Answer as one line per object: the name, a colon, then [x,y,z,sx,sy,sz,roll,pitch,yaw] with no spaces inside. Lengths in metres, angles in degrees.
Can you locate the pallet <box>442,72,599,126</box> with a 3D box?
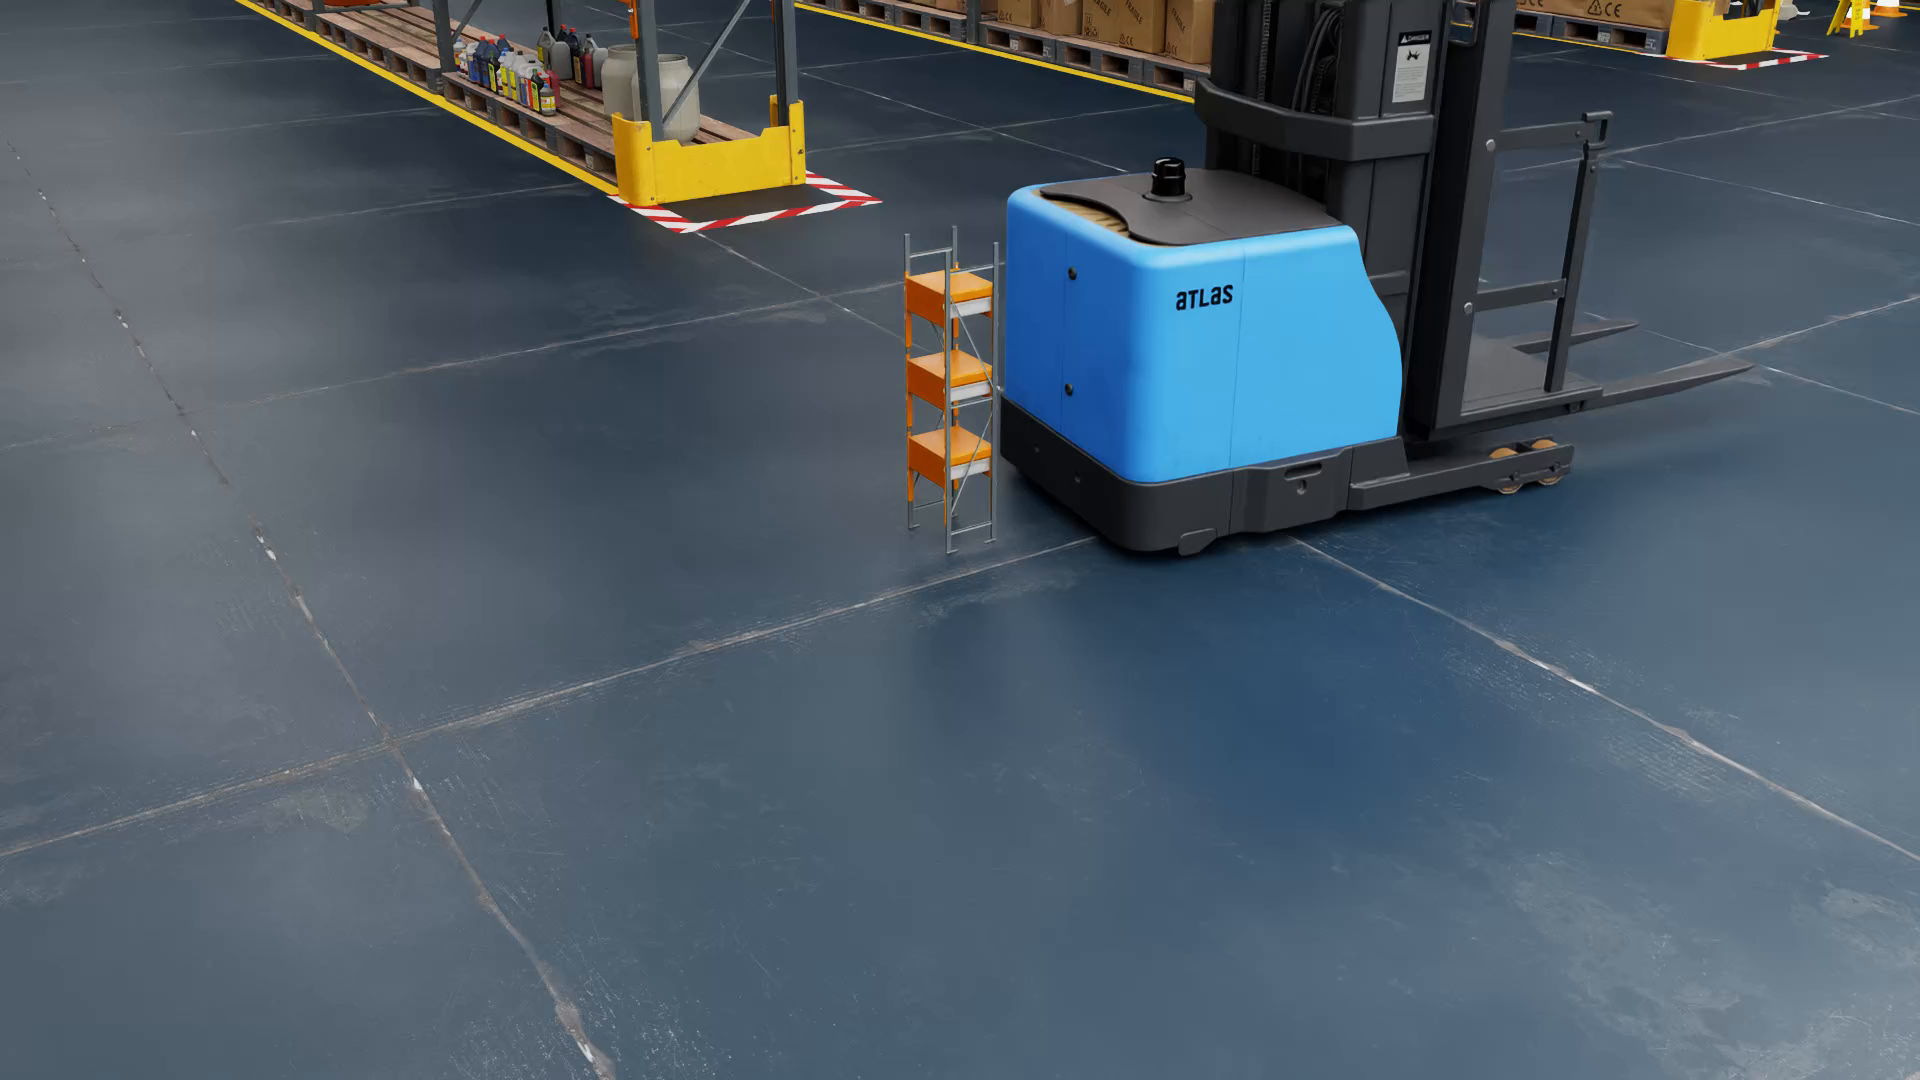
pallet: [-3.308,-3.452,12.816,1.003,0.211,1.213,-16,29,-30]

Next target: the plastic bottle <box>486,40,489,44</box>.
plastic bottle: [-3.545,-3.634,12.600,0.061,0.283,0.133,-16,29,-30]

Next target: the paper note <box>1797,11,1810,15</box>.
paper note: [8.813,-5.528,17.424,0.142,0.019,0.148,18,31,33]

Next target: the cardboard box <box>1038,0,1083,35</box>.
cardboard box: [1.014,-4.822,14.886,0.500,0.500,0.500,-6,26,-13]

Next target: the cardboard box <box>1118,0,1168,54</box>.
cardboard box: [1.686,-4.408,14.010,0.500,0.500,0.500,-13,28,-25]

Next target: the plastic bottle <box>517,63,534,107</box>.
plastic bottle: [-3.016,-3.201,11.692,0.152,0.276,0.135,-16,30,-31]

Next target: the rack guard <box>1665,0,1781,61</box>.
rack guard: [6.918,-4.668,15.052,1.175,0.500,0.348,-16,29,-30]

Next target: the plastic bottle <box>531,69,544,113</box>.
plastic bottle: [-2.905,-3.096,11.460,0.061,0.283,0.133,-15,29,-28]

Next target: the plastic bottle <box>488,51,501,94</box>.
plastic bottle: [-3.388,-3.412,12.131,0.061,0.283,0.133,-14,29,-27]

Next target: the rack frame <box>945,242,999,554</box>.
rack frame: [0.037,-0.450,5.474,0.200,1.050,0.008,-16,29,-30]

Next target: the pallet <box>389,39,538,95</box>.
pallet: [-4.101,-3.974,13.921,1.003,0.211,1.213,-16,29,-30]

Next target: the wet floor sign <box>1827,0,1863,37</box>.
wet floor sign: [8.580,-5.193,15.995,0.267,0.644,0.232,-22,33,-38]

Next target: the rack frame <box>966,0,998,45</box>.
rack frame: [0.510,-6.118,15.195,1.000,3.000,0.127,-16,29,-30]

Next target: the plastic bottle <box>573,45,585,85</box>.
plastic bottle: [-2.837,-3.554,12.430,0.061,0.283,0.133,-16,29,-30]

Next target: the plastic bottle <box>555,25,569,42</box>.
plastic bottle: [-3.046,-3.801,12.876,0.144,0.351,0.185,-16,30,-31]

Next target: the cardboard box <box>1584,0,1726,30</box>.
cardboard box: [6.479,-5.263,15.382,0.875,0.875,0.875,-15,29,-29]

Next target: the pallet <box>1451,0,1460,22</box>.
pallet: [5.071,-5.686,17.548,1.003,0.211,1.213,-16,29,-30]

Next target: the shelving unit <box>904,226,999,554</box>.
shelving unit: [-0.029,-0.494,5.566,0.215,1.050,0.252,-16,29,-30]

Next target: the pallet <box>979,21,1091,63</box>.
pallet: [0.907,-4.625,15.299,1.003,0.211,1.213,-16,29,-30]

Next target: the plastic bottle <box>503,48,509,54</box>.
plastic bottle: [-3.366,-3.519,12.372,0.097,0.271,0.097,0,25,0]

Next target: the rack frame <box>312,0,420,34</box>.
rack frame: [-5.823,-6.394,15.781,1.000,3.000,0.127,-16,29,-30]

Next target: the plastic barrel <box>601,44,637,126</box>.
plastic barrel: [-2.153,-2.994,11.002,0.421,0.512,0.421,0,25,0]

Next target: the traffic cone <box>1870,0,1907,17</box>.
traffic cone: [9.681,-5.702,17.287,0.336,0.463,0.334,-16,29,-30]

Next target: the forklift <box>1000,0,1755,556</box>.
forklift: [1.709,-1.685,5.886,3.031,2.935,1.130,-11,28,-23]

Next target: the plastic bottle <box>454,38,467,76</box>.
plastic bottle: [-3.833,-3.712,12.781,0.097,0.271,0.097,0,25,0]

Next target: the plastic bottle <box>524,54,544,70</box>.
plastic bottle: [-3.101,-3.369,12.048,0.152,0.276,0.135,-16,29,-30]

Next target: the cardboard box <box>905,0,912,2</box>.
cardboard box: [-0.357,-5.786,16.905,0.700,0.500,0.500,-18,31,-34]

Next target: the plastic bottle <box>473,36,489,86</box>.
plastic bottle: [-3.547,-3.579,12.405,0.144,0.351,0.185,-15,29,-28]

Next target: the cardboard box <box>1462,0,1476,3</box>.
cardboard box: [5.501,-5.904,16.739,0.875,0.875,0.875,-15,29,-29]

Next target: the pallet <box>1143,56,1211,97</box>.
pallet: [2.239,-3.752,13.450,1.003,0.211,1.213,-16,29,-30]

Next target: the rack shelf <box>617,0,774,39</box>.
rack shelf: [-2.548,-3.923,11.388,1.077,0.370,4.000,-16,29,-30]

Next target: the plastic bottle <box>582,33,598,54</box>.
plastic bottle: [-2.765,-3.617,12.486,0.144,0.351,0.185,-16,29,-30]

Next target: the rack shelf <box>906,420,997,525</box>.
rack shelf: [-0.029,-0.233,5.690,0.215,0.259,0.240,-16,29,-30]

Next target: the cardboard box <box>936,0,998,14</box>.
cardboard box: [0.193,-5.411,16.111,0.700,0.500,0.500,-18,31,-33]

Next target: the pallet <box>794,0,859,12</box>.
pallet: [-1.248,-6.007,18.228,1.003,0.211,1.213,-16,29,-30]

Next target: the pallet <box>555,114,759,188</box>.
pallet: [-1.976,-2.580,10.967,1.003,0.211,1.213,-16,29,-30]

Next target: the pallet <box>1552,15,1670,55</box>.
pallet: [6.403,-4.813,15.699,1.003,0.211,1.213,-16,29,-30]

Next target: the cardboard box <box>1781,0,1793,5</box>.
cardboard box: [8.589,-5.705,17.661,0.380,0.149,0.250,-1,25,-3]

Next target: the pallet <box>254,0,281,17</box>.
pallet: [-6.950,-5.841,17.876,1.003,0.211,1.213,-16,29,-30]

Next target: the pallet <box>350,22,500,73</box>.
pallet: [-4.771,-4.411,14.847,1.003,0.211,1.213,-16,29,-30]

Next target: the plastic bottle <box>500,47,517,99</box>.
plastic bottle: [-3.211,-3.359,11.940,0.144,0.351,0.185,-16,30,-30]

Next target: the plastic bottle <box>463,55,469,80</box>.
plastic bottle: [-3.722,-3.608,12.642,0.097,0.201,0.097,0,25,0]

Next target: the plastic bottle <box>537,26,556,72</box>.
plastic bottle: [-3.167,-3.768,12.805,0.144,0.351,0.185,-16,29,-30]
